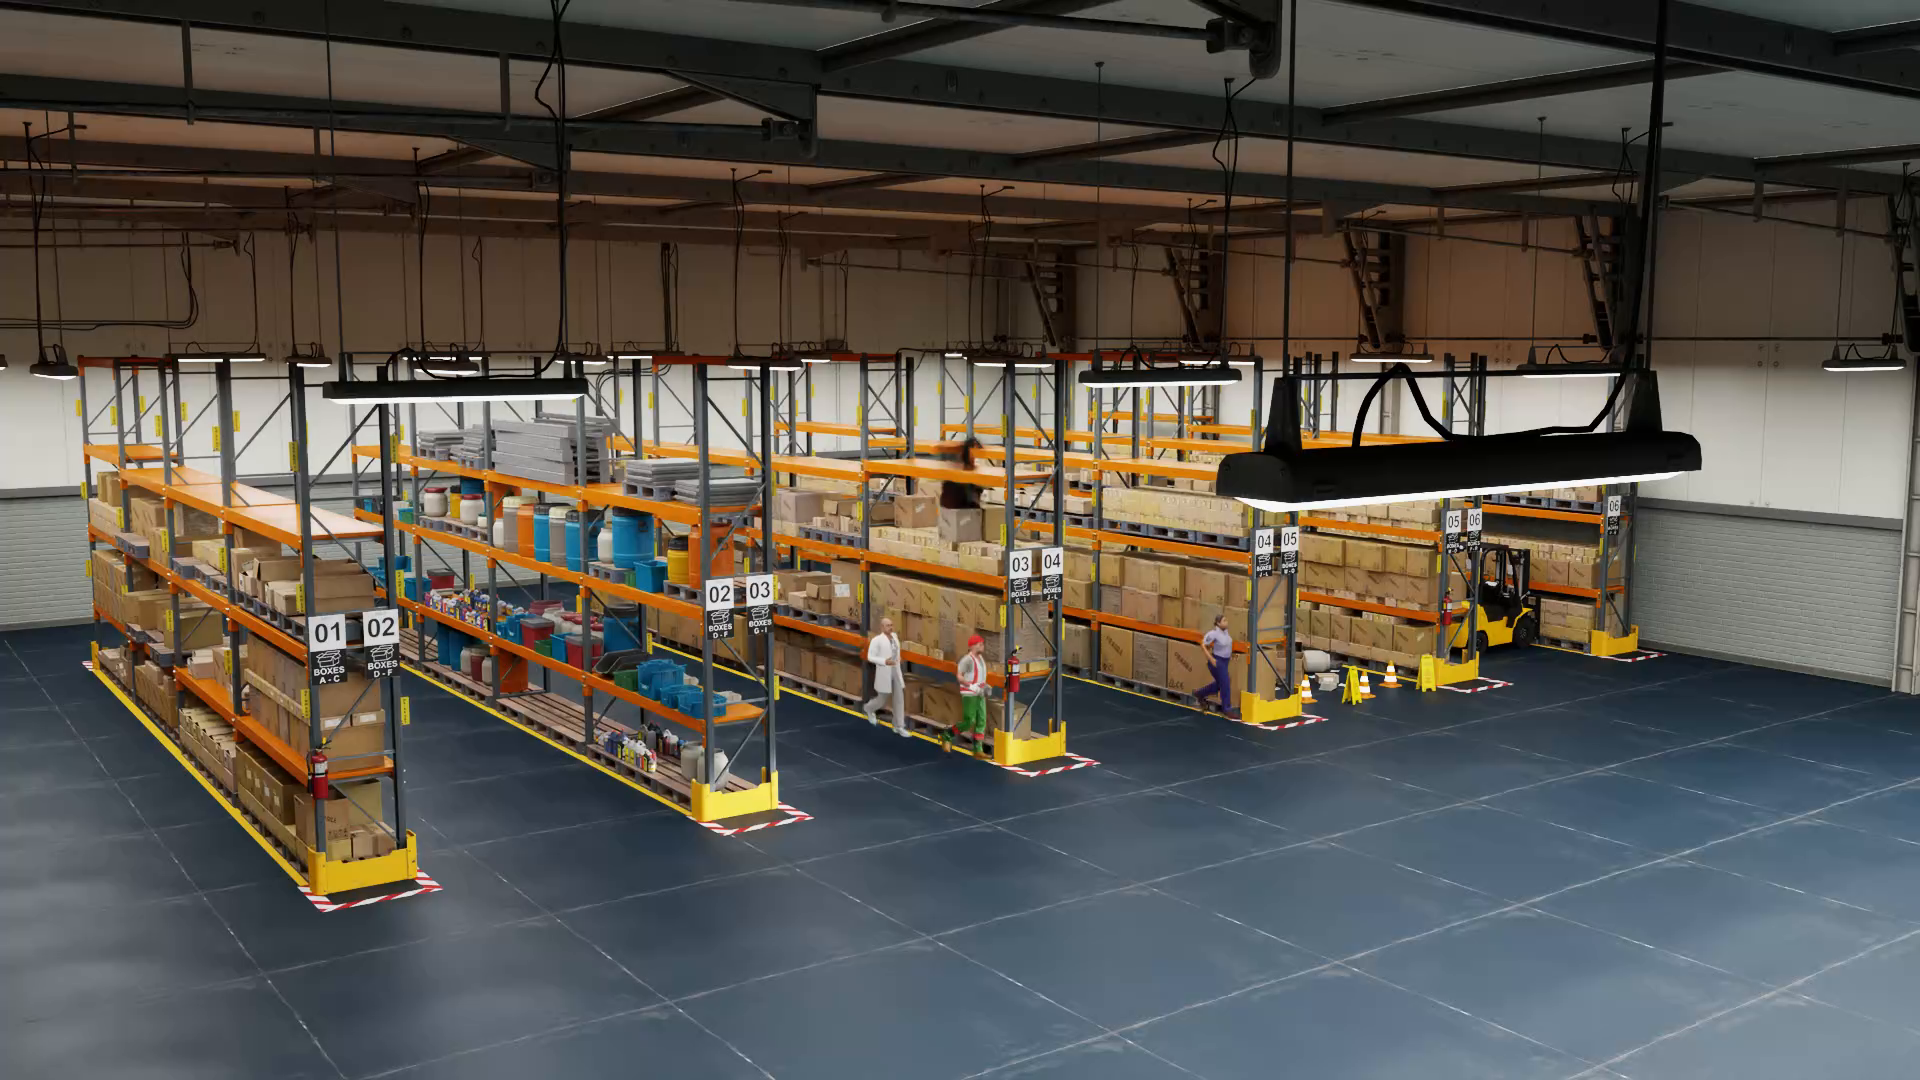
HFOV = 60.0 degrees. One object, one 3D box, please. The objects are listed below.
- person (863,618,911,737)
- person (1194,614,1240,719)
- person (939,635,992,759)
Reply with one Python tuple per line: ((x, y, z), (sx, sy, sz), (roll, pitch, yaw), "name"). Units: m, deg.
((-1.116, 2.076, 25.470), (0.712, 1.776, 1.037), (-6, 9, -39), "person")
((4.154, 2.008, 26.781), (0.852, 1.646, 0.625), (5, 8, 35), "person")
((0.191, 2.254, 24.147), (0.838, 1.757, 0.715), (4, 8, 29), "person")
